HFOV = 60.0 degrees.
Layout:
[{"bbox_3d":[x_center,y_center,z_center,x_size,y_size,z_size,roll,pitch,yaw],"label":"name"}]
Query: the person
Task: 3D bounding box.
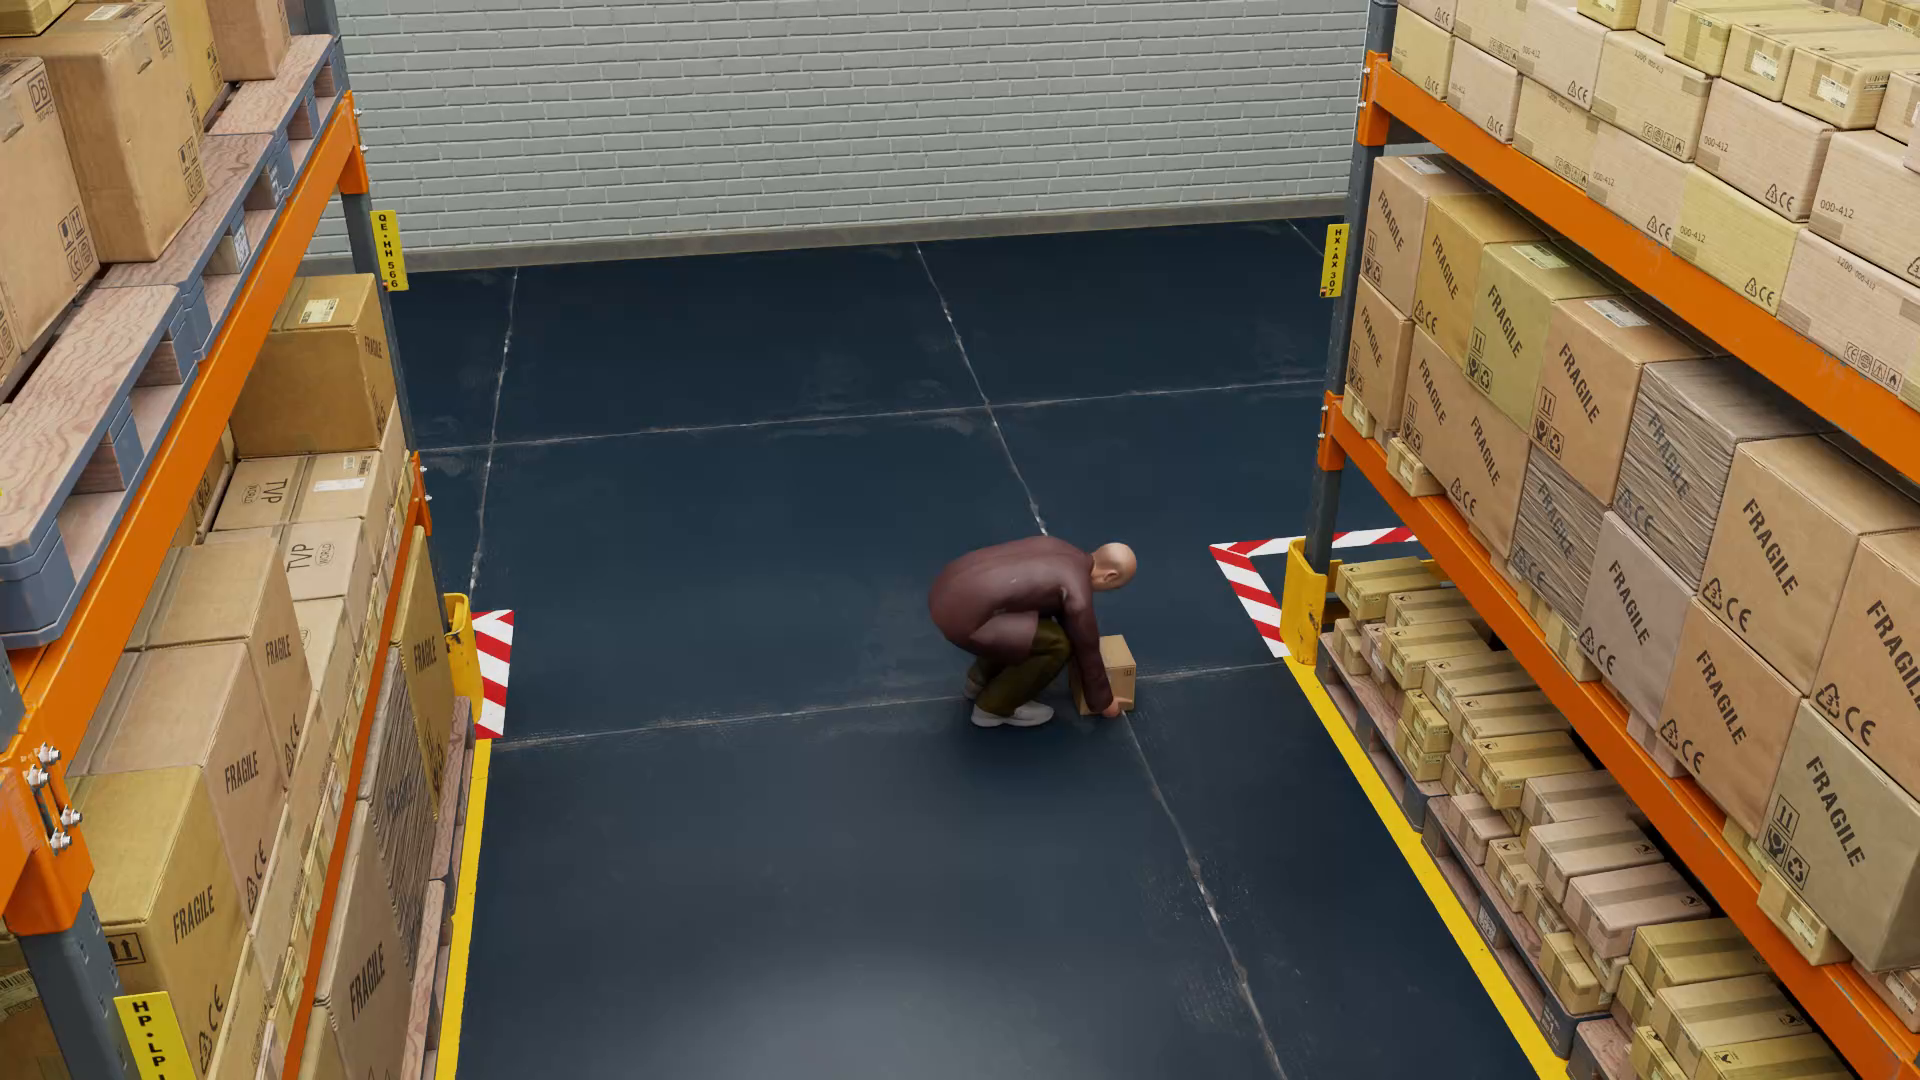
[{"bbox_3d":[0.323,0.404,7.426,0.948,0.837,0.572,-6,31,-10],"label":"person"}]
